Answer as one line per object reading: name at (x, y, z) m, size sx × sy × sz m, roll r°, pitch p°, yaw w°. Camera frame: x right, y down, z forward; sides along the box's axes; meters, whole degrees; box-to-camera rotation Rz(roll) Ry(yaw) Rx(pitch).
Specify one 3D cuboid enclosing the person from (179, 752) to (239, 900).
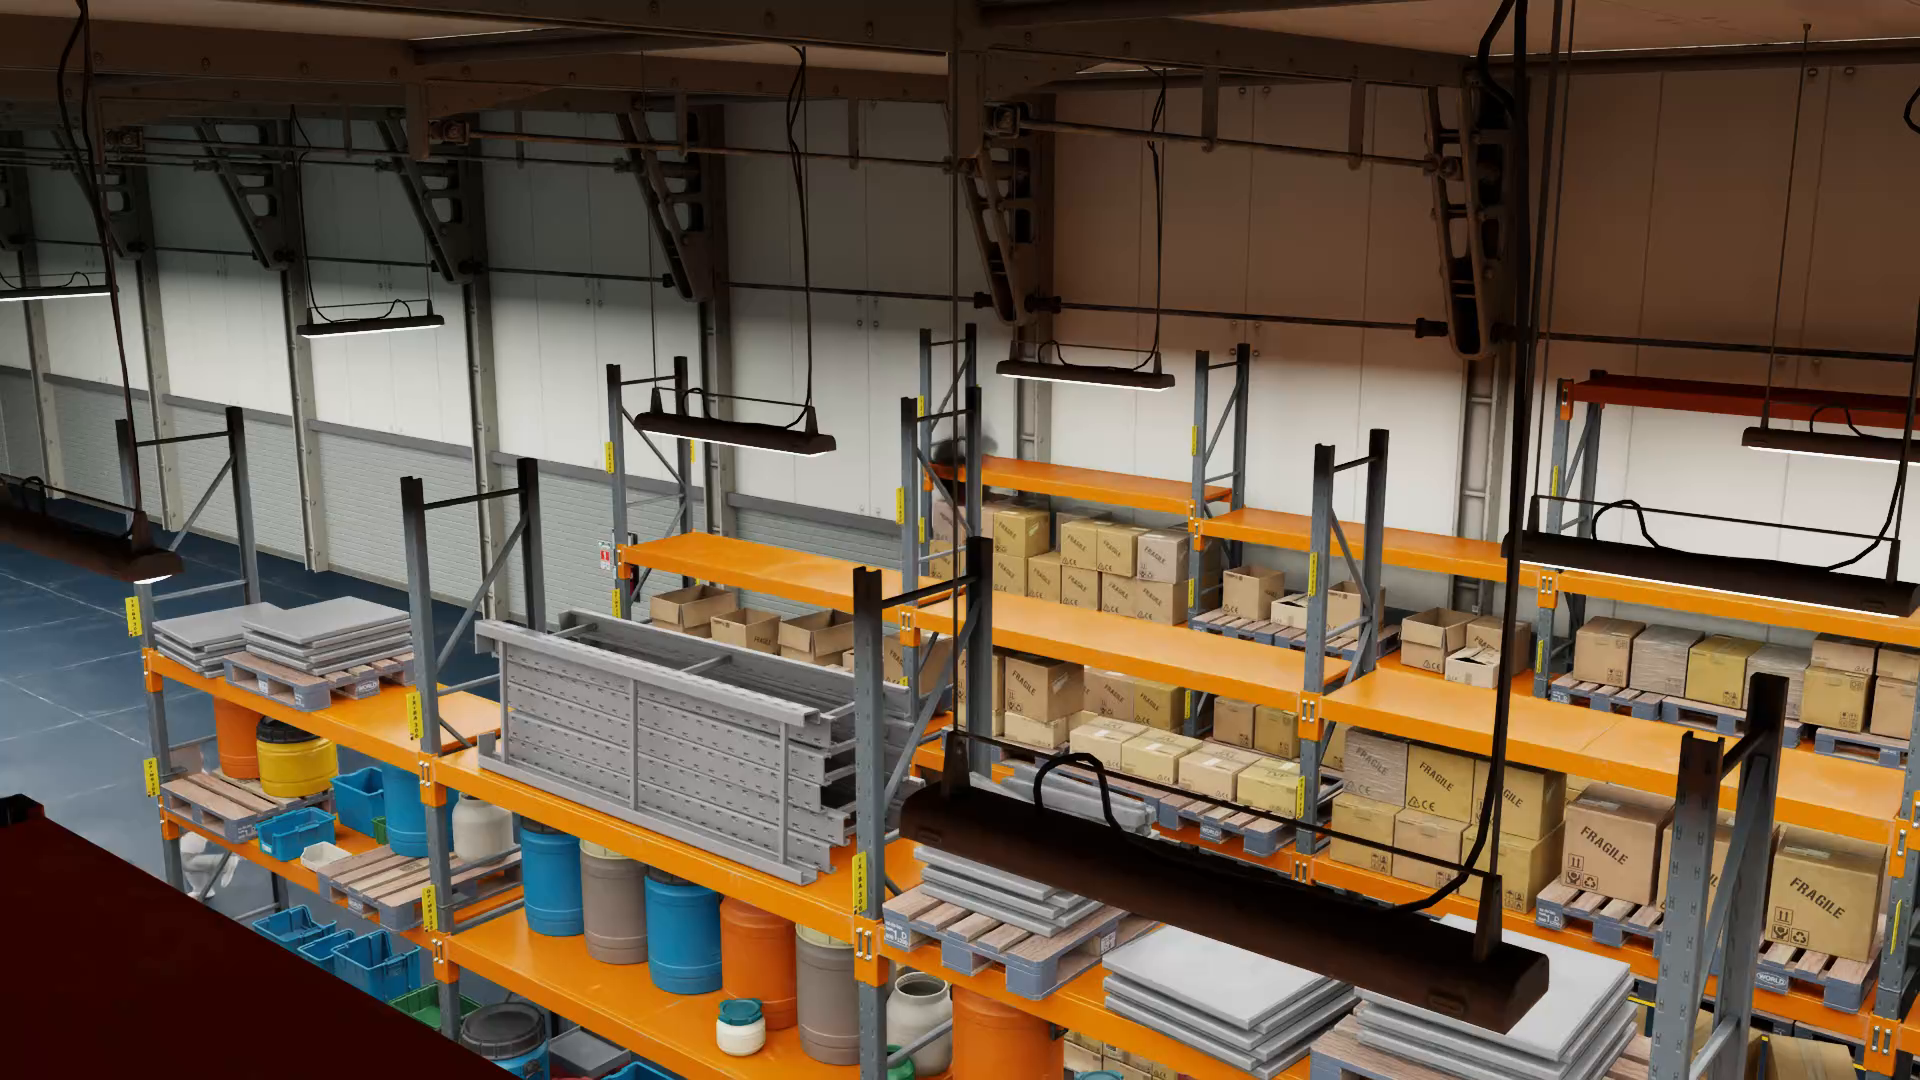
person at (-8.390, 3.152, 18.423) m, size 0.652 × 1.739 × 0.712 m, roll -6°, pitch 14°, yaw -25°
